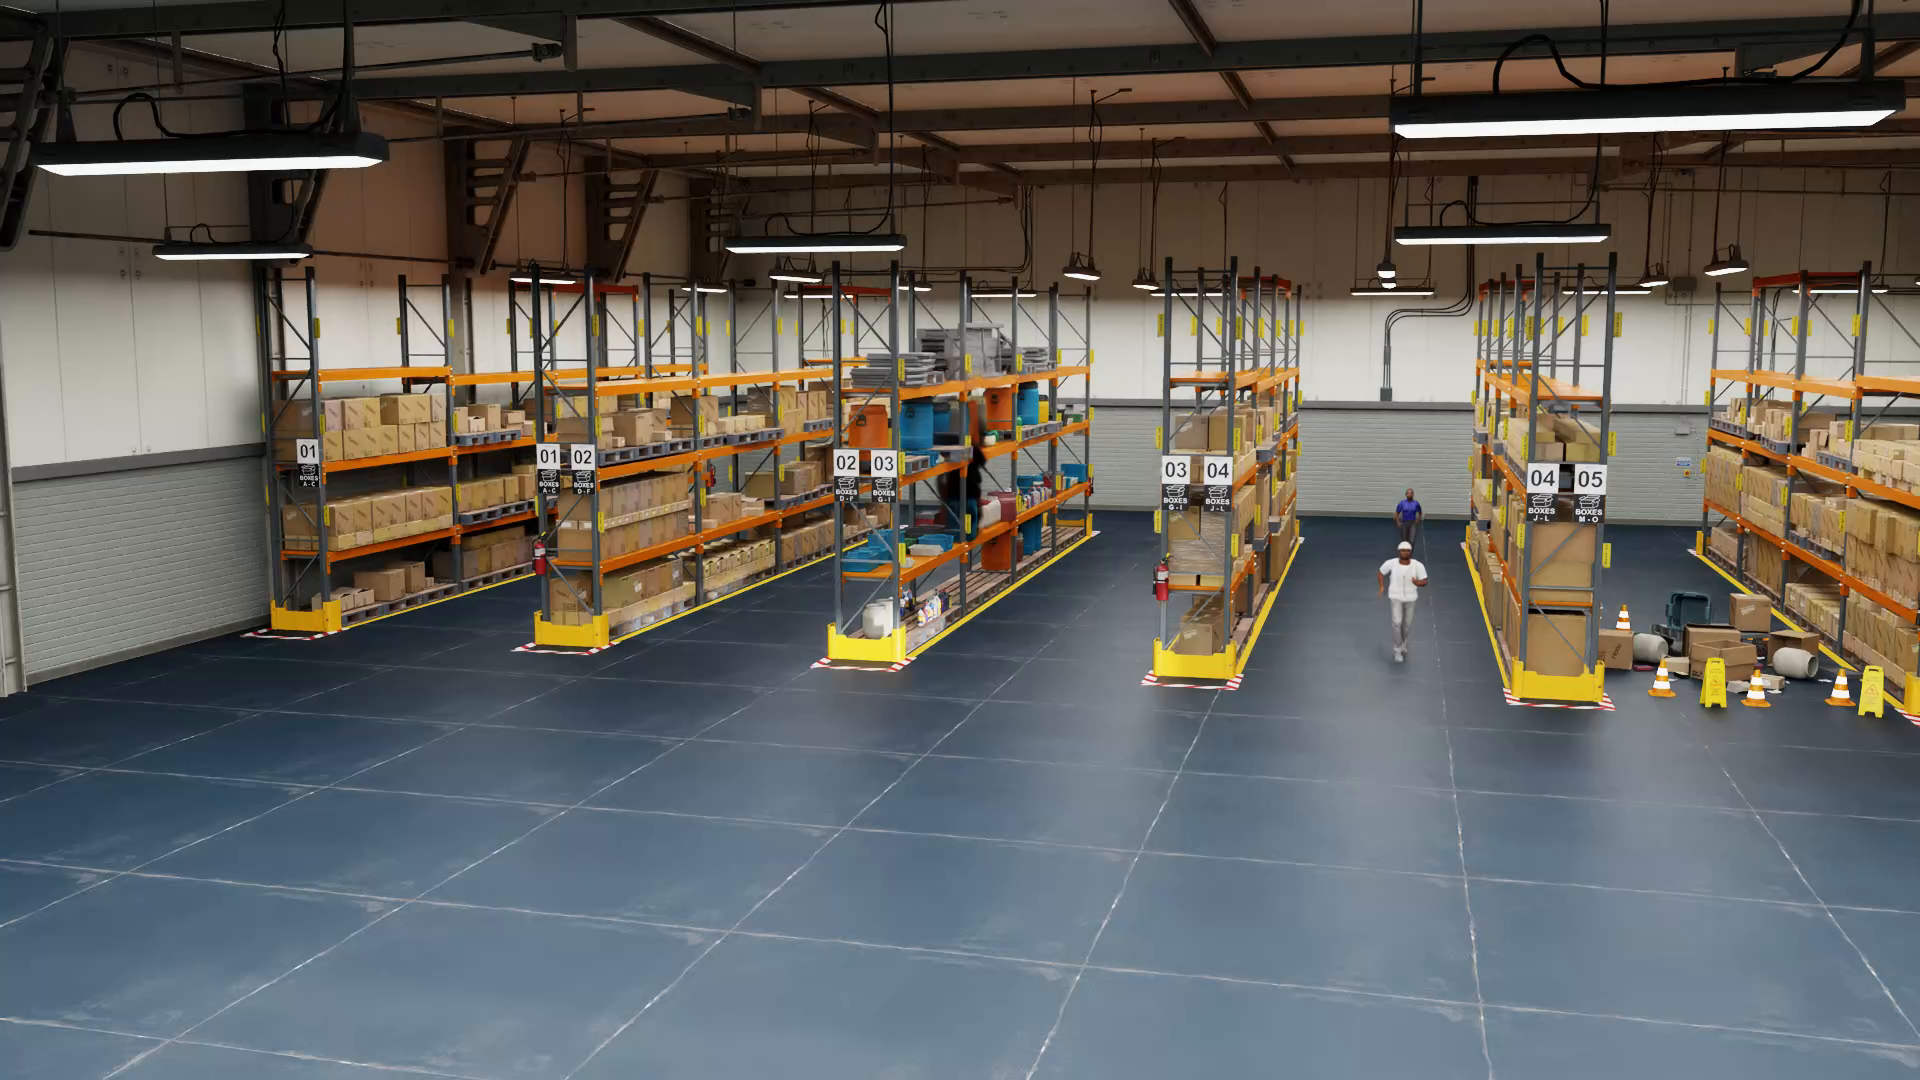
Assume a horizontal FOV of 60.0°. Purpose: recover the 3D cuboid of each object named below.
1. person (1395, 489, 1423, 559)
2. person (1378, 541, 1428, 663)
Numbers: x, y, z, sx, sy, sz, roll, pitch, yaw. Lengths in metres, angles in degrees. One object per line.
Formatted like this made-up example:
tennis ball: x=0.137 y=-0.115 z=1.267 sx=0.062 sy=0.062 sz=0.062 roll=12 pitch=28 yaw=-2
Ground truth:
person: x=9.608 y=-0.296 z=35.616 sx=0.582 sy=1.618 sz=0.578 roll=1 pitch=7 yaw=8
person: x=6.720 y=0.904 z=25.224 sx=0.692 sy=1.781 sz=0.922 roll=1 pitch=7 yaw=5
